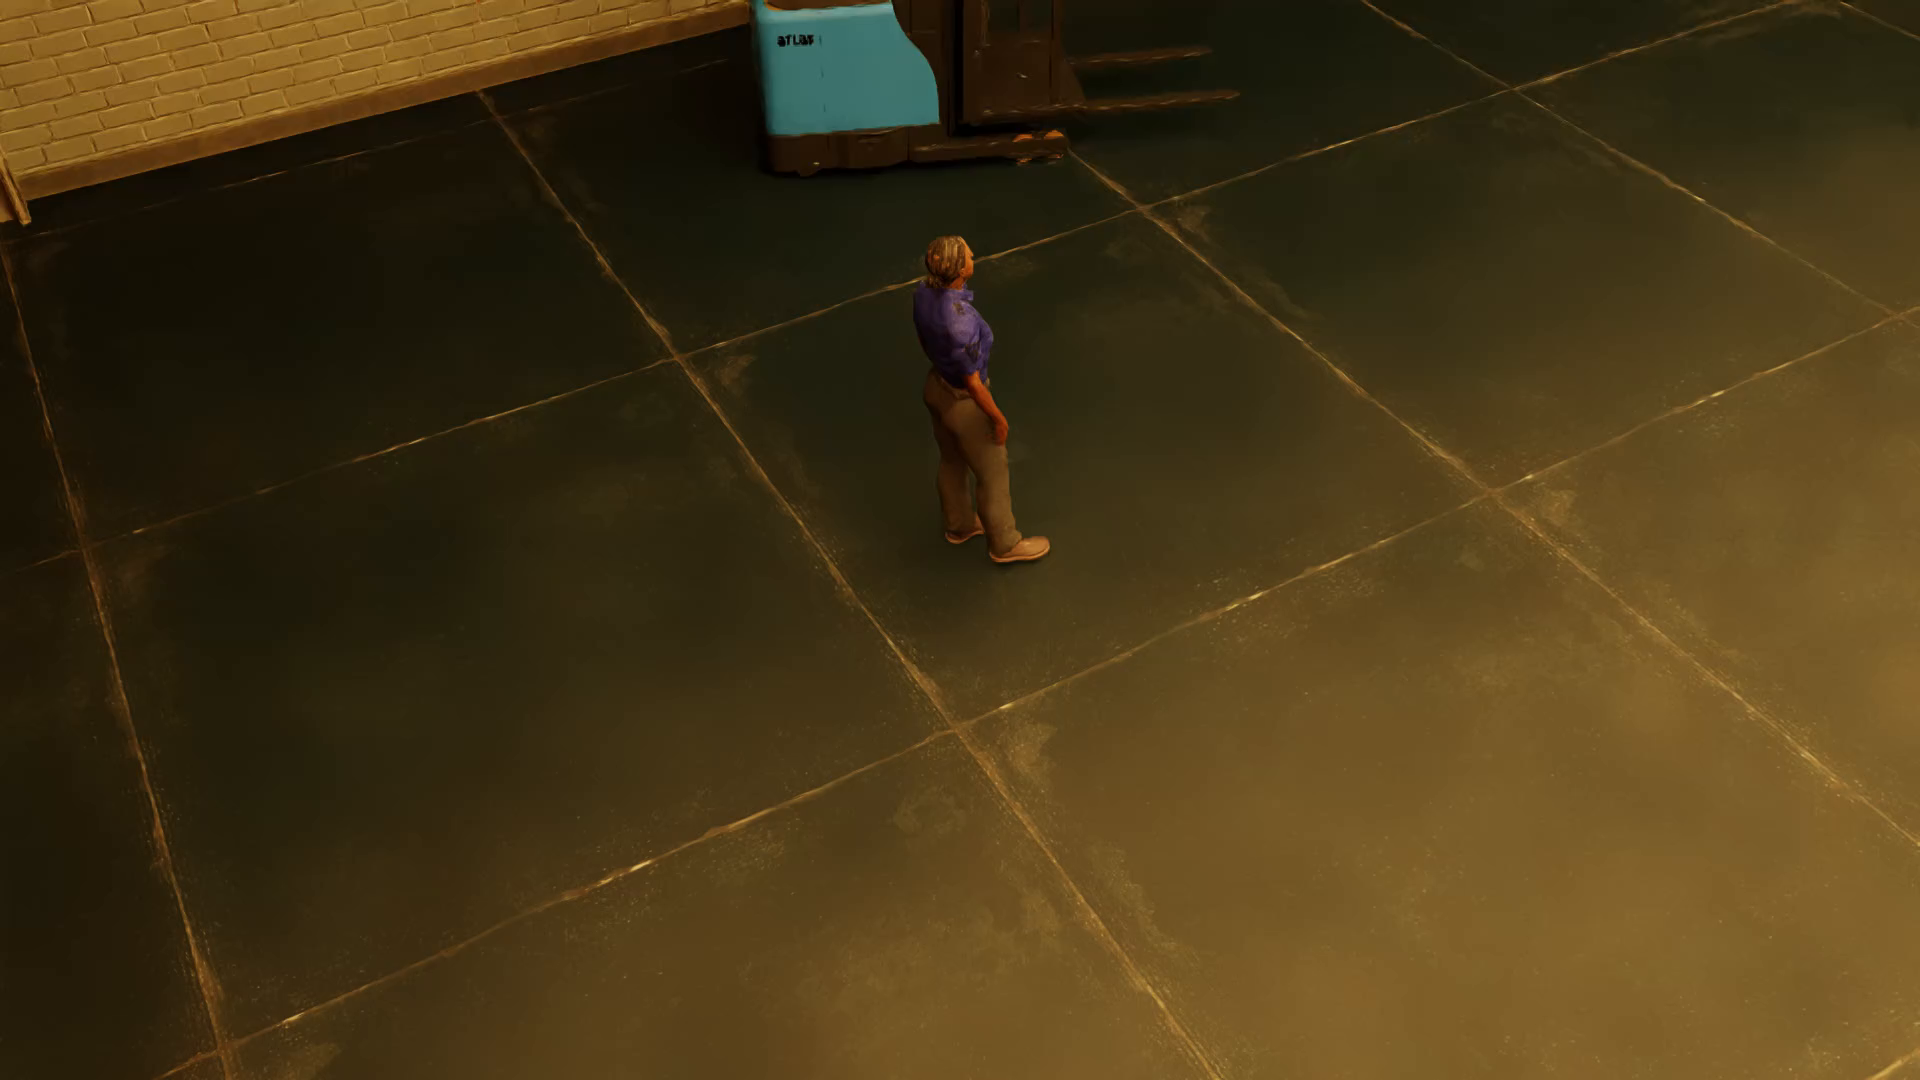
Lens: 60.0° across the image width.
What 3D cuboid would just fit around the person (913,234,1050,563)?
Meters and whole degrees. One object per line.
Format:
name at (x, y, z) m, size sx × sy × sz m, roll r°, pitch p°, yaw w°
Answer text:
person at (0.086, -0.630, 7.305) m, size 0.503 × 1.654 × 0.570 m, roll -21°, pitch 47°, yaw -21°

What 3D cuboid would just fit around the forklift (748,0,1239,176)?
forklift at (0.229, -3.790, 9.785) m, size 3.031 × 2.935 × 1.130 m, roll -7°, pitch 43°, yaw -7°
